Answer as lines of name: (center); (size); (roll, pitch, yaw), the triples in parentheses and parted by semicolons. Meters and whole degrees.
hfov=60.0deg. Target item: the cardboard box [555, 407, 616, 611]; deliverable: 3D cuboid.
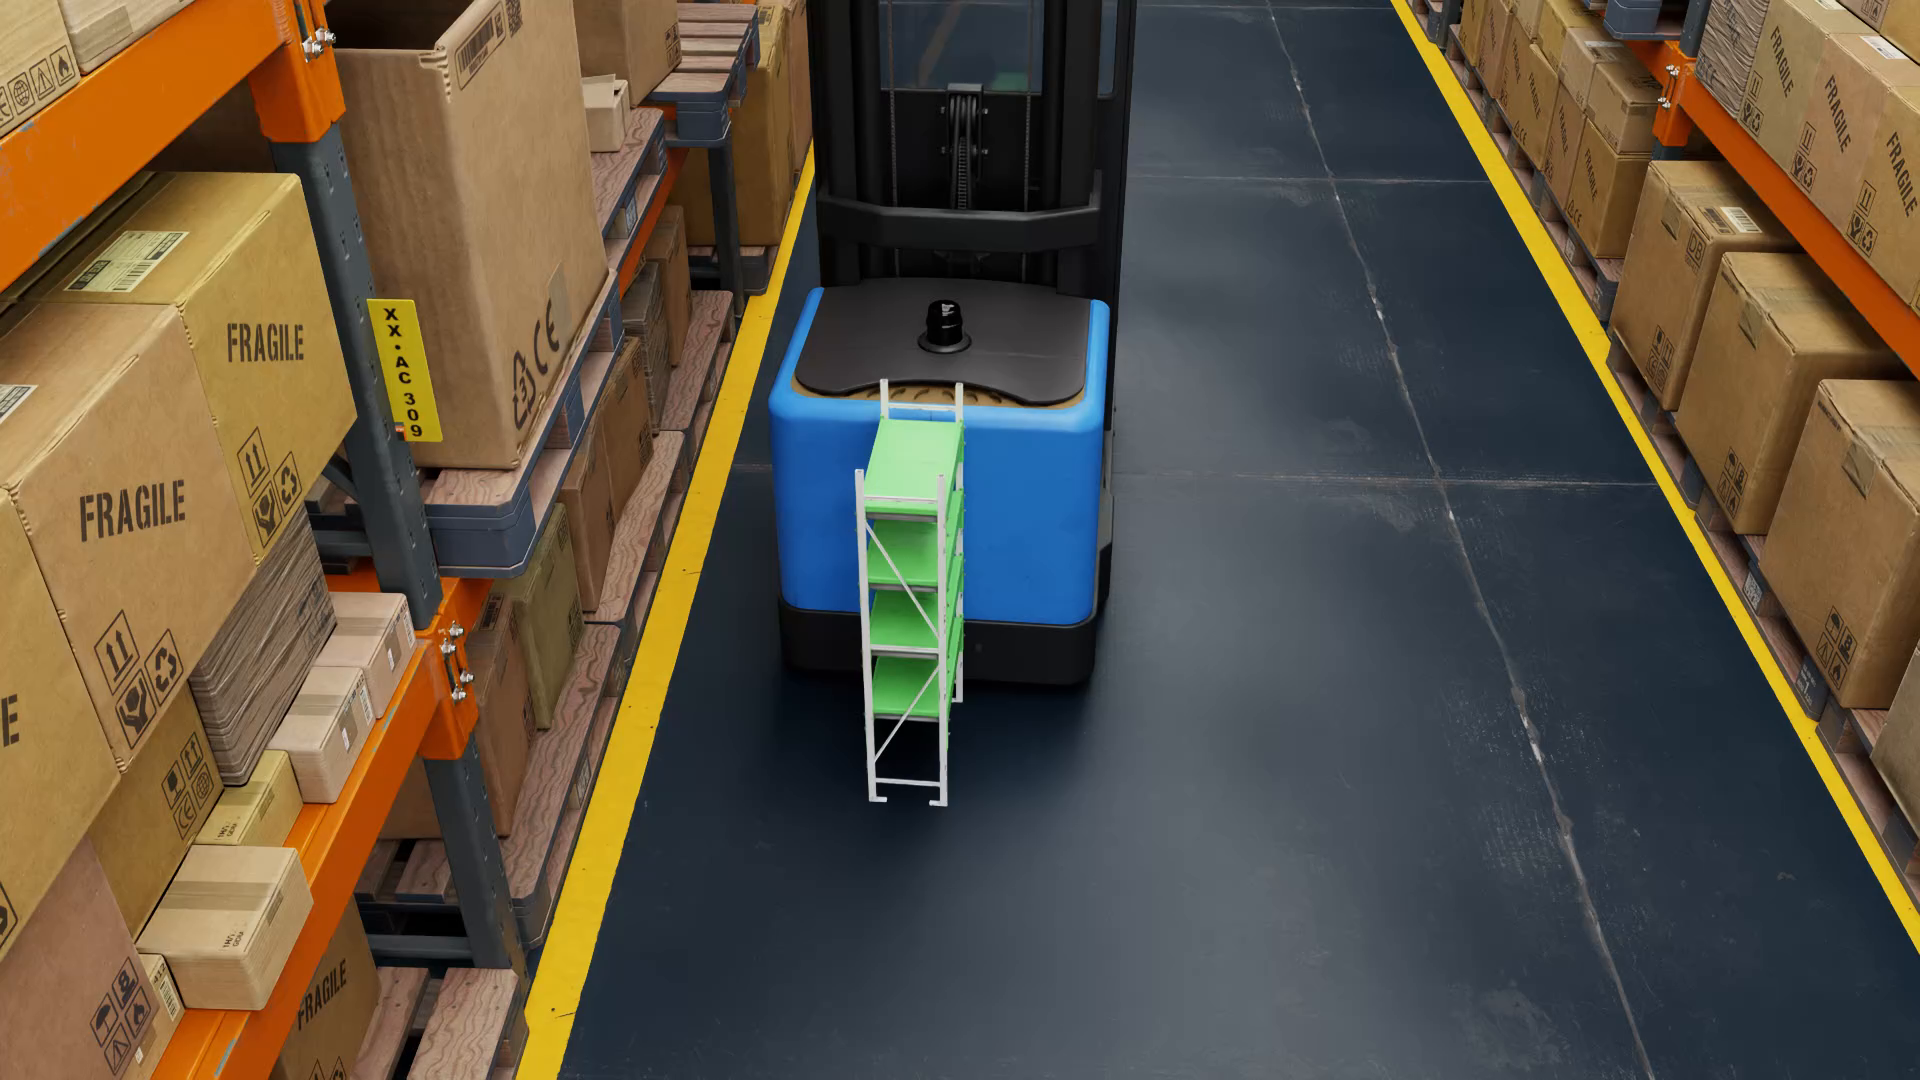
cardboard box: (-1.564, -0.099, 5.573); (0.700, 0.500, 0.500); (-2, 35, -2)

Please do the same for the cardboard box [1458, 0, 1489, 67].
cardboard box: (3.309, -3.148, 9.930); (0.500, 0.500, 0.500); (3, 35, 4)

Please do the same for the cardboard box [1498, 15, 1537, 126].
cardboard box: (3.282, -2.543, 9.069); (0.500, 0.500, 0.500); (2, 35, 3)

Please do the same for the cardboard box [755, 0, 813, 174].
cardboard box: (-1.417, -2.503, 8.685); (1.225, 0.875, 0.875); (1, 35, 2)

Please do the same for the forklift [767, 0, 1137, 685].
forklift: (0.062, -1.555, 5.914); (1.130, 2.935, 3.031); (3, 35, 5)

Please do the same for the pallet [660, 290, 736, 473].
pallet: (-1.542, -0.702, 7.066); (1.003, 0.211, 1.213); (1, 35, 2)

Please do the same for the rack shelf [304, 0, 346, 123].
rack shelf: (-1.589, -2.076, 4.612); (1.077, 0.370, 4.000); (1, 35, 2)

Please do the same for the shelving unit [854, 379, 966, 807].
shelving unit: (-0.135, 0.174, 4.959); (0.258, 1.200, 0.503); (3, 35, 5)

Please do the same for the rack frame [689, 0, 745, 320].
rack frame: (-1.509, -2.292, 6.903); (1.000, 3.000, 0.127); (1, 35, 2)

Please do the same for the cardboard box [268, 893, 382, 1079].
cardboard box: (-1.726, 1.086, 3.905); (0.500, 0.500, 0.500); (0, 35, 0)

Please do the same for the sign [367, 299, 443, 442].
sign: (-1.127, -0.340, 3.372); (0.100, 0.325, 0.005); (1, 35, 2)

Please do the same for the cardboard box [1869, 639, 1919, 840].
cardboard box: (3.217, 0.568, 4.424); (1.050, 0.750, 0.750); (1, 35, 2)

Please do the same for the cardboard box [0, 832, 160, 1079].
cardboard box: (-1.724, 0.677, 2.333); (0.875, 0.500, 0.500); (1, 35, 2)

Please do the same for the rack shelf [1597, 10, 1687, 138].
rack shelf: (3.523, -2.974, 8.499); (1.077, 0.370, 4.000); (1, 35, 2)

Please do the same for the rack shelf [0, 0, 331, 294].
rack shelf: (-1.750, 0.222, 1.342); (1.077, 0.370, 4.000); (1, 35, 2)

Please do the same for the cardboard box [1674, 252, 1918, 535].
cardboard box: (3.297, -0.521, 5.974); (1.050, 0.750, 0.750); (2, 35, 3)

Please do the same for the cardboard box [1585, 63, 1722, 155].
cardboard box: (3.208, -1.974, 7.607); (0.500, 0.250, 0.500); (1, 35, 1)

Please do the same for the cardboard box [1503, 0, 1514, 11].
cardboard box: (3.291, -3.149, 9.279); (0.500, 0.250, 0.500); (2, 35, 3)

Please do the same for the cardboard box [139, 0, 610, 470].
cardboard box: (-1.498, -0.865, 3.984); (1.000, 1.000, 1.000); (2, 35, 2)

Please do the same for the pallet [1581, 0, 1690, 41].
pallet: (3.365, -2.453, 7.298); (1.213, 0.211, 1.003); (1, 35, 2)

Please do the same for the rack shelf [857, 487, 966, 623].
rack shelf: (-0.135, 0.030, 4.857); (0.258, 0.148, 0.480); (3, 35, 5)

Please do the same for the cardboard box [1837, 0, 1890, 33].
cardboard box: (3.396, -2.021, 5.561); (0.700, 0.500, 0.500); (1, 35, 1)

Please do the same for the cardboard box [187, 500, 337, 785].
cardboard box: (-1.750, 0.100, 3.153); (0.875, 0.500, 0.500); (1, 35, 2)

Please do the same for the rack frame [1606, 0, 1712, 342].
rack frame: (3.443, -2.120, 6.657); (1.000, 3.000, 0.127); (1, 35, 2)

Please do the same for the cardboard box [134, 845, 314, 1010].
cardboard box: (-1.373, 0.671, 2.905); (0.380, 0.149, 0.250); (1, 35, 2)

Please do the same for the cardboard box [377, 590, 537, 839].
cardboard box: (-1.624, 0.496, 4.726); (0.700, 0.500, 0.500); (-1, 35, -2)

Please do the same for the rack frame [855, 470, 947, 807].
rack frame: (-0.159, 0.314, 4.760); (0.240, 1.200, 0.015); (3, 35, 5)

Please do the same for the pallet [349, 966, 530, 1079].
pallet: (-1.661, 1.534, 3.884); (1.003, 0.211, 1.213); (1, 35, 2)

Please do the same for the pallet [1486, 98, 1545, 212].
pallet: (3.527, -2.127, 9.092); (1.003, 0.211, 1.213); (1, 35, 2)

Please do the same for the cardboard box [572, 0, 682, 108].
cardboard box: (-1.413, -1.871, 5.851); (0.700, 0.500, 0.500); (6, 36, 9)

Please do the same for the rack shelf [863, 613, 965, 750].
rack shelf: (-0.135, 0.423, 5.133); (0.258, 0.148, 0.480); (3, 35, 5)

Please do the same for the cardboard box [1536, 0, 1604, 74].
cardboard box: (3.254, -2.556, 8.435); (0.500, 0.250, 0.500); (2, 35, 3)

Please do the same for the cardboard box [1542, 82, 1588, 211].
cardboard box: (3.233, -1.951, 8.226); (0.500, 0.500, 0.500); (3, 35, 4)

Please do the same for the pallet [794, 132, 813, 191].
pallet: (-1.350, -2.302, 9.341); (1.003, 0.211, 1.213); (1, 35, 2)

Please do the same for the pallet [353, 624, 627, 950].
pallet: (-1.640, 0.700, 5.071); (1.003, 0.211, 1.213); (1, 35, 2)

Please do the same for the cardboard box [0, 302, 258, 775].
cardboard box: (-1.432, -0.014, 2.445); (0.500, 0.500, 0.500); (1, 35, 2)

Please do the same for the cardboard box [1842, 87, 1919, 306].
cardboard box: (3.095, -1.041, 5.035); (0.500, 0.500, 0.500); (1, 35, 1)

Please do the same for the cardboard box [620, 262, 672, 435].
cardboard box: (-1.526, -0.745, 6.493); (0.700, 0.500, 0.500); (-1, 35, -2)

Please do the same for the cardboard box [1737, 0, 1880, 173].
cardboard box: (3.137, -1.617, 5.855); (0.500, 0.500, 0.500); (1, 35, 1)

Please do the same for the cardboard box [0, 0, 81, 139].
cardboard box: (-1.459, -0.592, 2.006); (0.500, 0.250, 0.500); (2, 35, 3)

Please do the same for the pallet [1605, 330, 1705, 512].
pallet: (3.336, -0.527, 6.817); (1.003, 0.211, 1.213); (1, 35, 2)

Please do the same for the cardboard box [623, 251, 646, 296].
cardboard box: (-1.517, -1.066, 6.297); (0.500, 0.250, 0.500); (5, 35, 7)

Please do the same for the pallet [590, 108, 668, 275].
pallet: (-1.548, -1.075, 5.338); (1.003, 0.211, 1.213); (1, 35, 2)

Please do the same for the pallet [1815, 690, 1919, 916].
pallet: (3.238, 0.874, 4.822); (1.003, 0.211, 1.213); (1, 35, 2)

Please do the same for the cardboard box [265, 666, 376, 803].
cardboard box: (-1.404, 0.382, 3.316); (0.380, 0.149, 0.250); (1, 35, 2)
